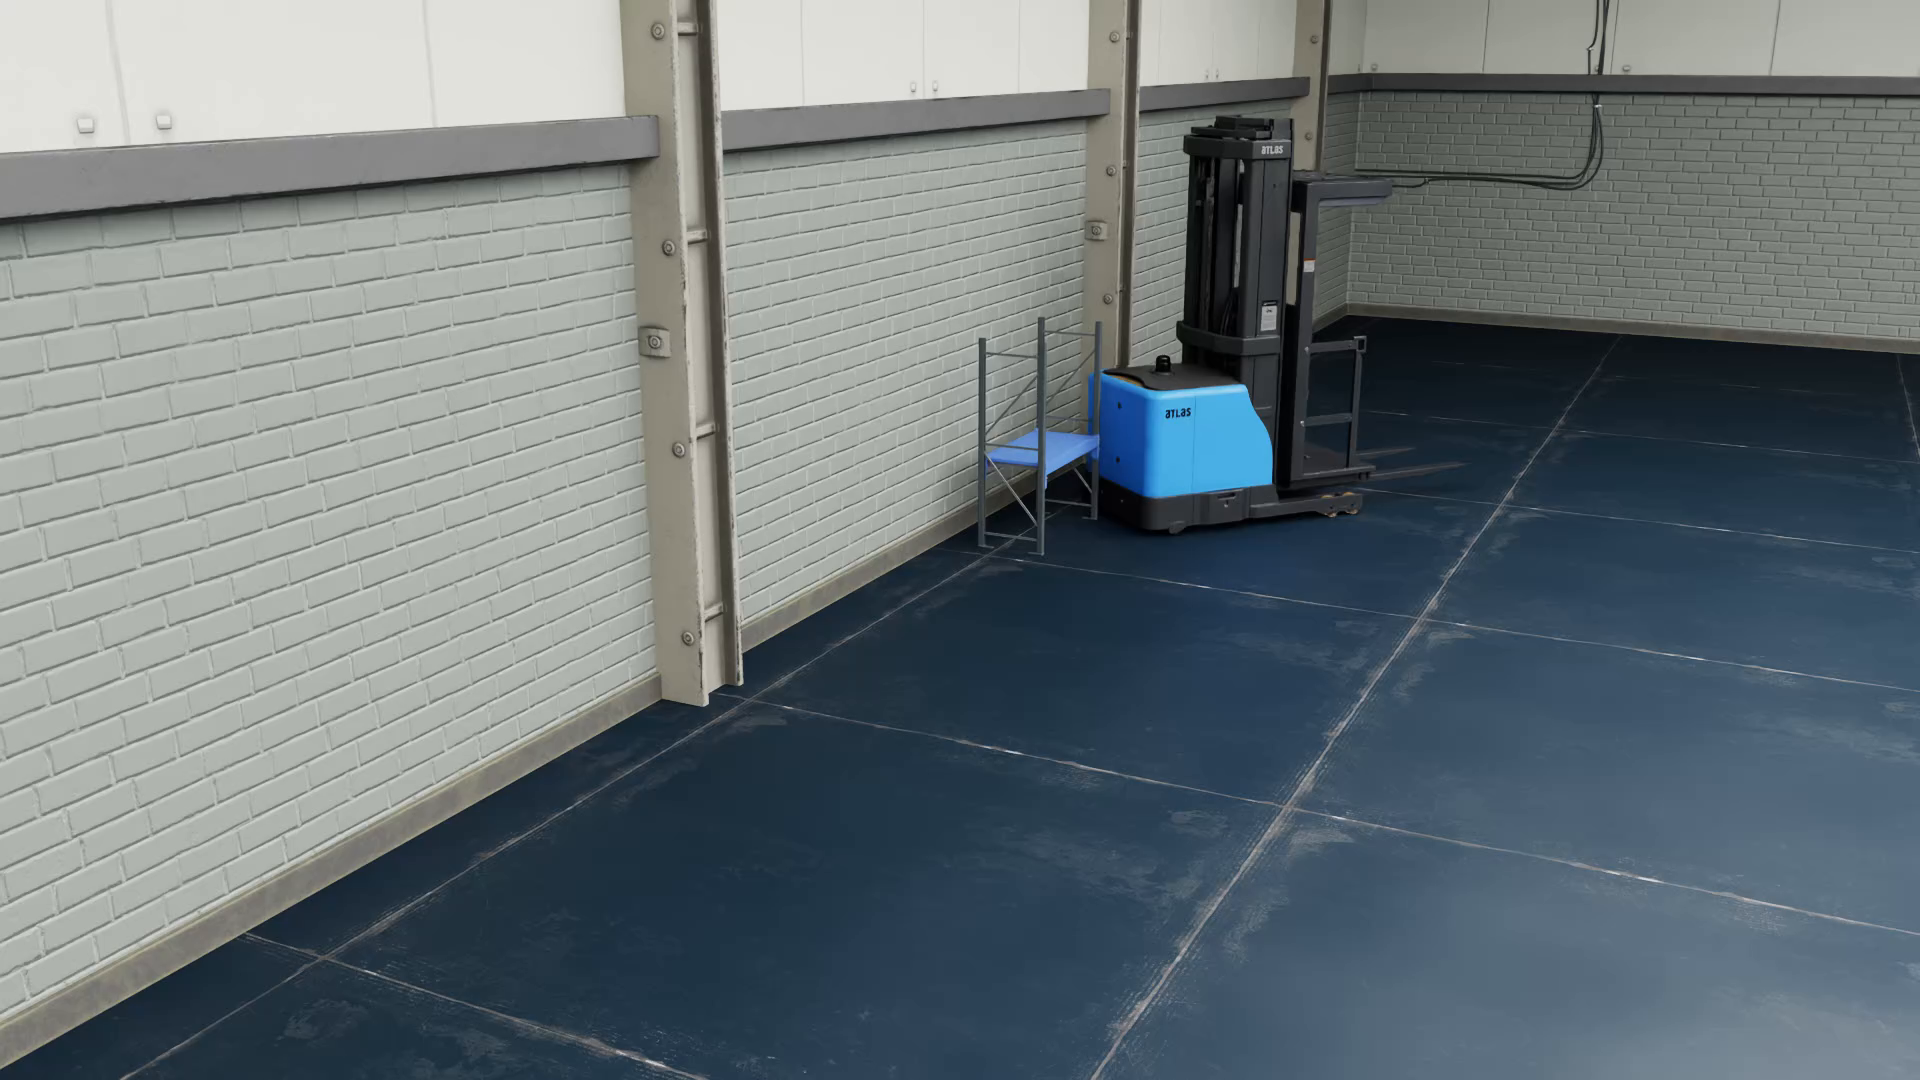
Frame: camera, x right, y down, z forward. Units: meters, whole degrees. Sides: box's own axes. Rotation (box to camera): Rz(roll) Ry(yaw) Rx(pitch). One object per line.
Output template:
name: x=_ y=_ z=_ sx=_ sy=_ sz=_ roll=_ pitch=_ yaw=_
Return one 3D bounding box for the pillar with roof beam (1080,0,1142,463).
pillar with roof beam: x=5.096 y=-4.462 z=11.243 sx=9.100 sy=9.000 sz=0.400 roll=8 pitch=18 yaw=25

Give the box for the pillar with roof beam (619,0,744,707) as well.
pillar with roof beam: x=2.415 y=-2.934 z=6.097 sx=9.100 sy=9.000 sz=0.400 roll=8 pitch=18 yaw=25

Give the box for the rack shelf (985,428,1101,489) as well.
rack shelf: x=0.584 y=-0.601 z=12.046 sx=0.538 sy=0.185 sz=1.000 roll=8 pitch=18 yaw=25

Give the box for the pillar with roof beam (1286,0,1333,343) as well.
pillar with roof beam: x=7.777 y=-5.990 z=16.388 sx=9.100 sy=9.000 sz=0.400 roll=8 pitch=18 yaw=25

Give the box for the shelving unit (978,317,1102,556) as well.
shelving unit: x=0.584 y=-0.773 z=11.994 sx=0.538 sy=1.500 sz=1.048 roll=8 pitch=18 yaw=25

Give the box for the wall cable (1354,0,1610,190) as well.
wall cable: x=6.425 y=-5.632 z=20.634 sx=3.097 sy=2.526 sz=0.112 roll=8 pitch=18 yaw=25

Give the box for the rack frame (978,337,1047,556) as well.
rack frame: x=0.359 y=-0.644 z=11.557 sx=0.500 sy=1.500 sz=0.032 roll=8 pitch=18 yaw=25

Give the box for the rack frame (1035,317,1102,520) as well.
rack frame: x=0.808 y=-0.903 z=12.431 sx=0.500 sy=1.500 sz=0.032 roll=8 pitch=18 yaw=25

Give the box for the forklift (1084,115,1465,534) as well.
forklift: x=2.519 y=-1.709 z=12.629 sx=3.031 sy=2.935 sz=1.130 roll=-7 pitch=18 yaw=-23
